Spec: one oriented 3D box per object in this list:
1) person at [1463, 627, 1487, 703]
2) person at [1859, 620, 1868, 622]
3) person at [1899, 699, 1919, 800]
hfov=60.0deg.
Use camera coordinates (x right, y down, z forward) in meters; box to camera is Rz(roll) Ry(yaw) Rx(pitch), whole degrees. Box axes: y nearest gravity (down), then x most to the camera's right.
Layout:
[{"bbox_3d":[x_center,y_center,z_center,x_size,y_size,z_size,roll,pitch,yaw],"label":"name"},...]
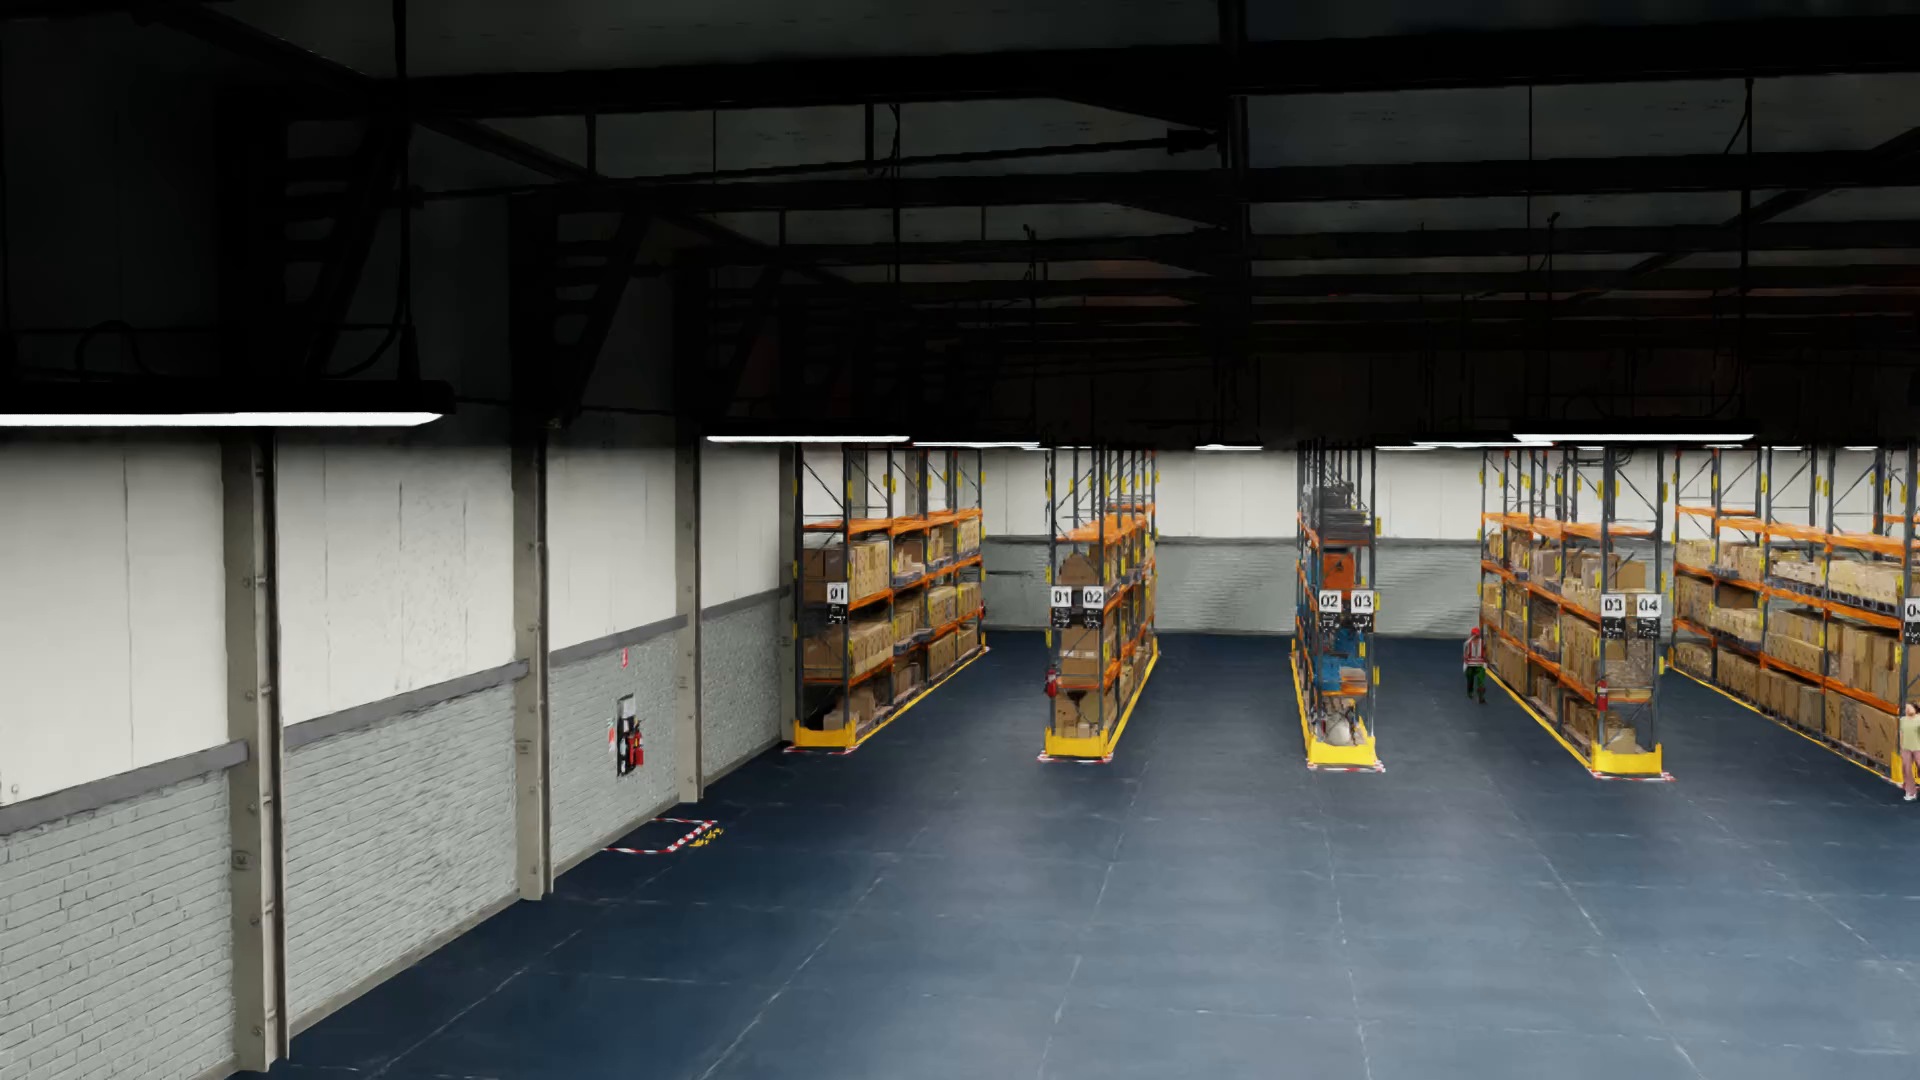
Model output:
[{"bbox_3d":[11.811,2.837,38.131,0.553,1.706,1.123,1,3,12],"label":"person"},{"bbox_3d":[21.238,2.764,39.125,0.594,1.746,0.668,2,4,35],"label":"person"},{"bbox_3d":[15.757,3.445,27.403,0.552,1.657,0.510,-3,4,-44],"label":"person"}]
